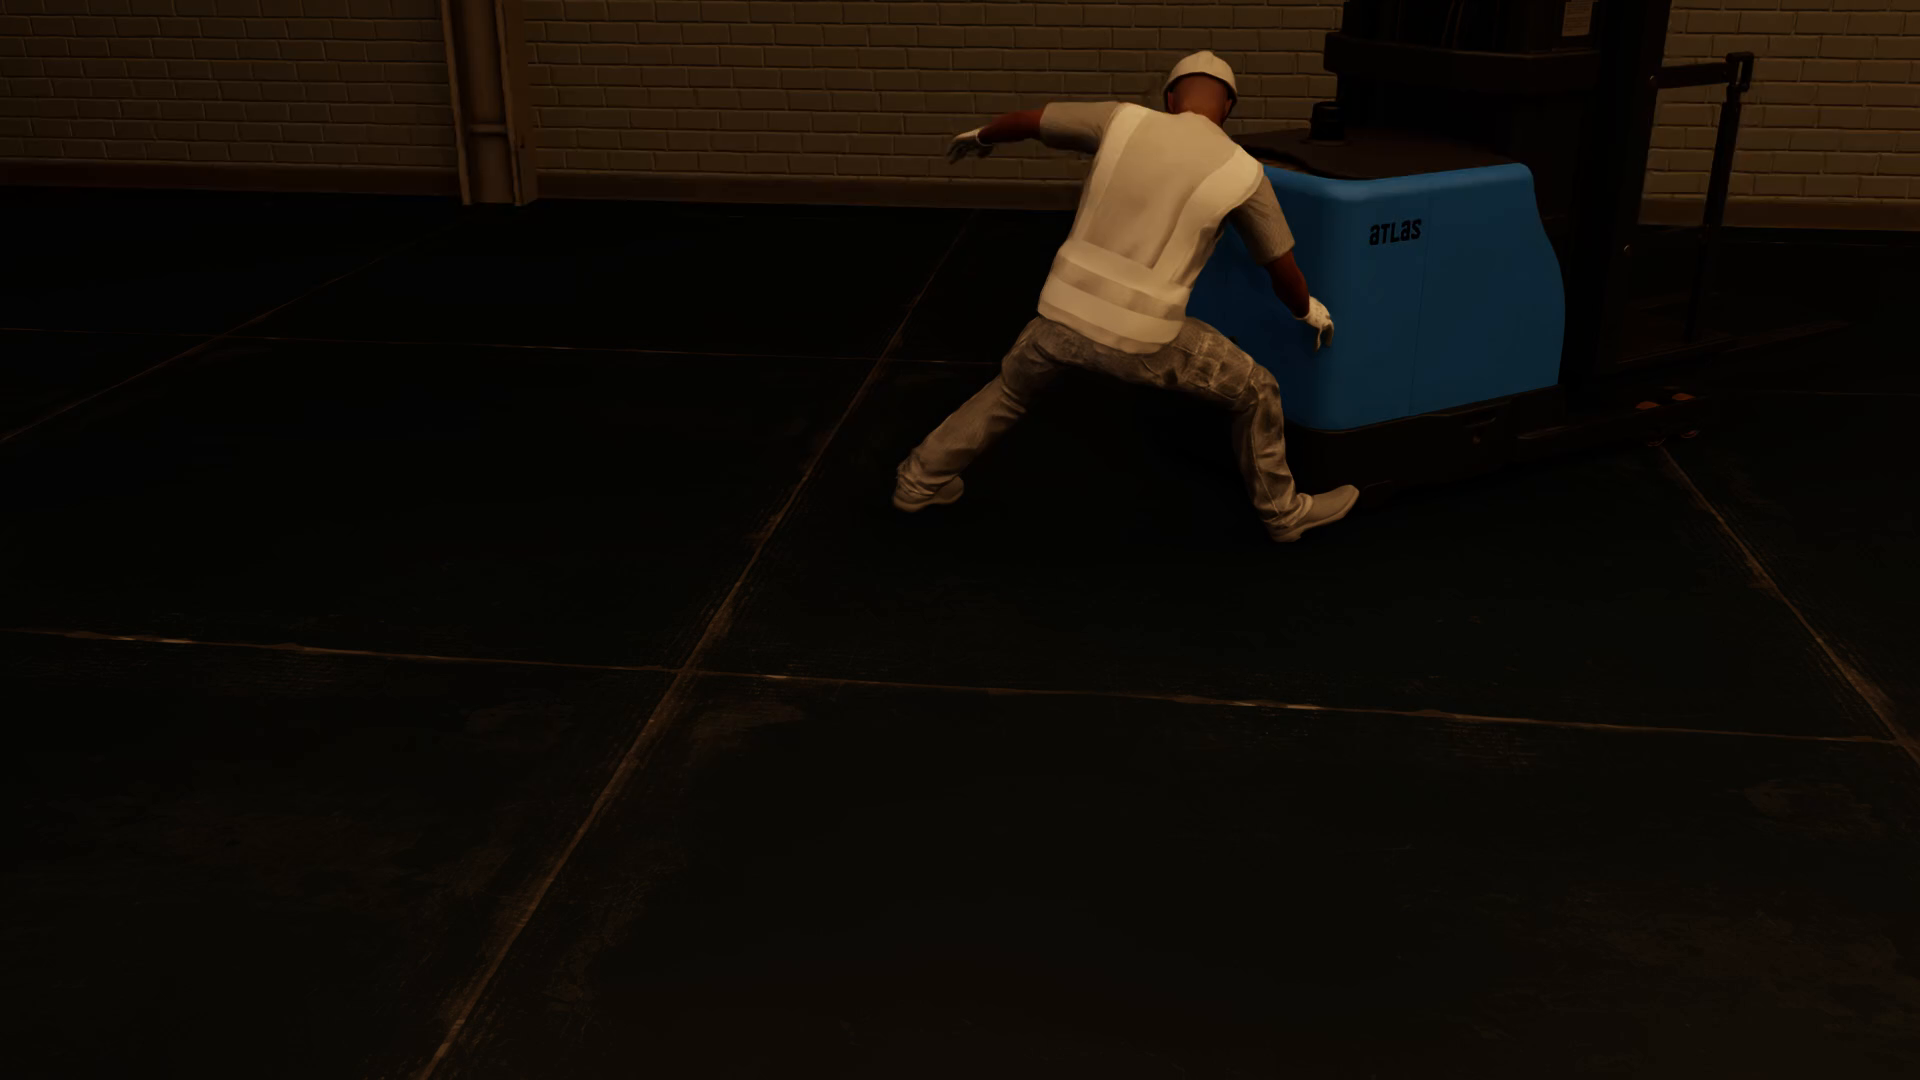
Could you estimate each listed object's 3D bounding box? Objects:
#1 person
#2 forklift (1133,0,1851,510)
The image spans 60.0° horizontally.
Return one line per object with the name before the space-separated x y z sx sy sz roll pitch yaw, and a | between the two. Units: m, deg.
person | 0.519 -0.705 5.009 1.307 1.468 0.775 13 25 30
forklift | 2.157 -1.848 5.844 3.031 2.935 1.130 -13 25 -28
